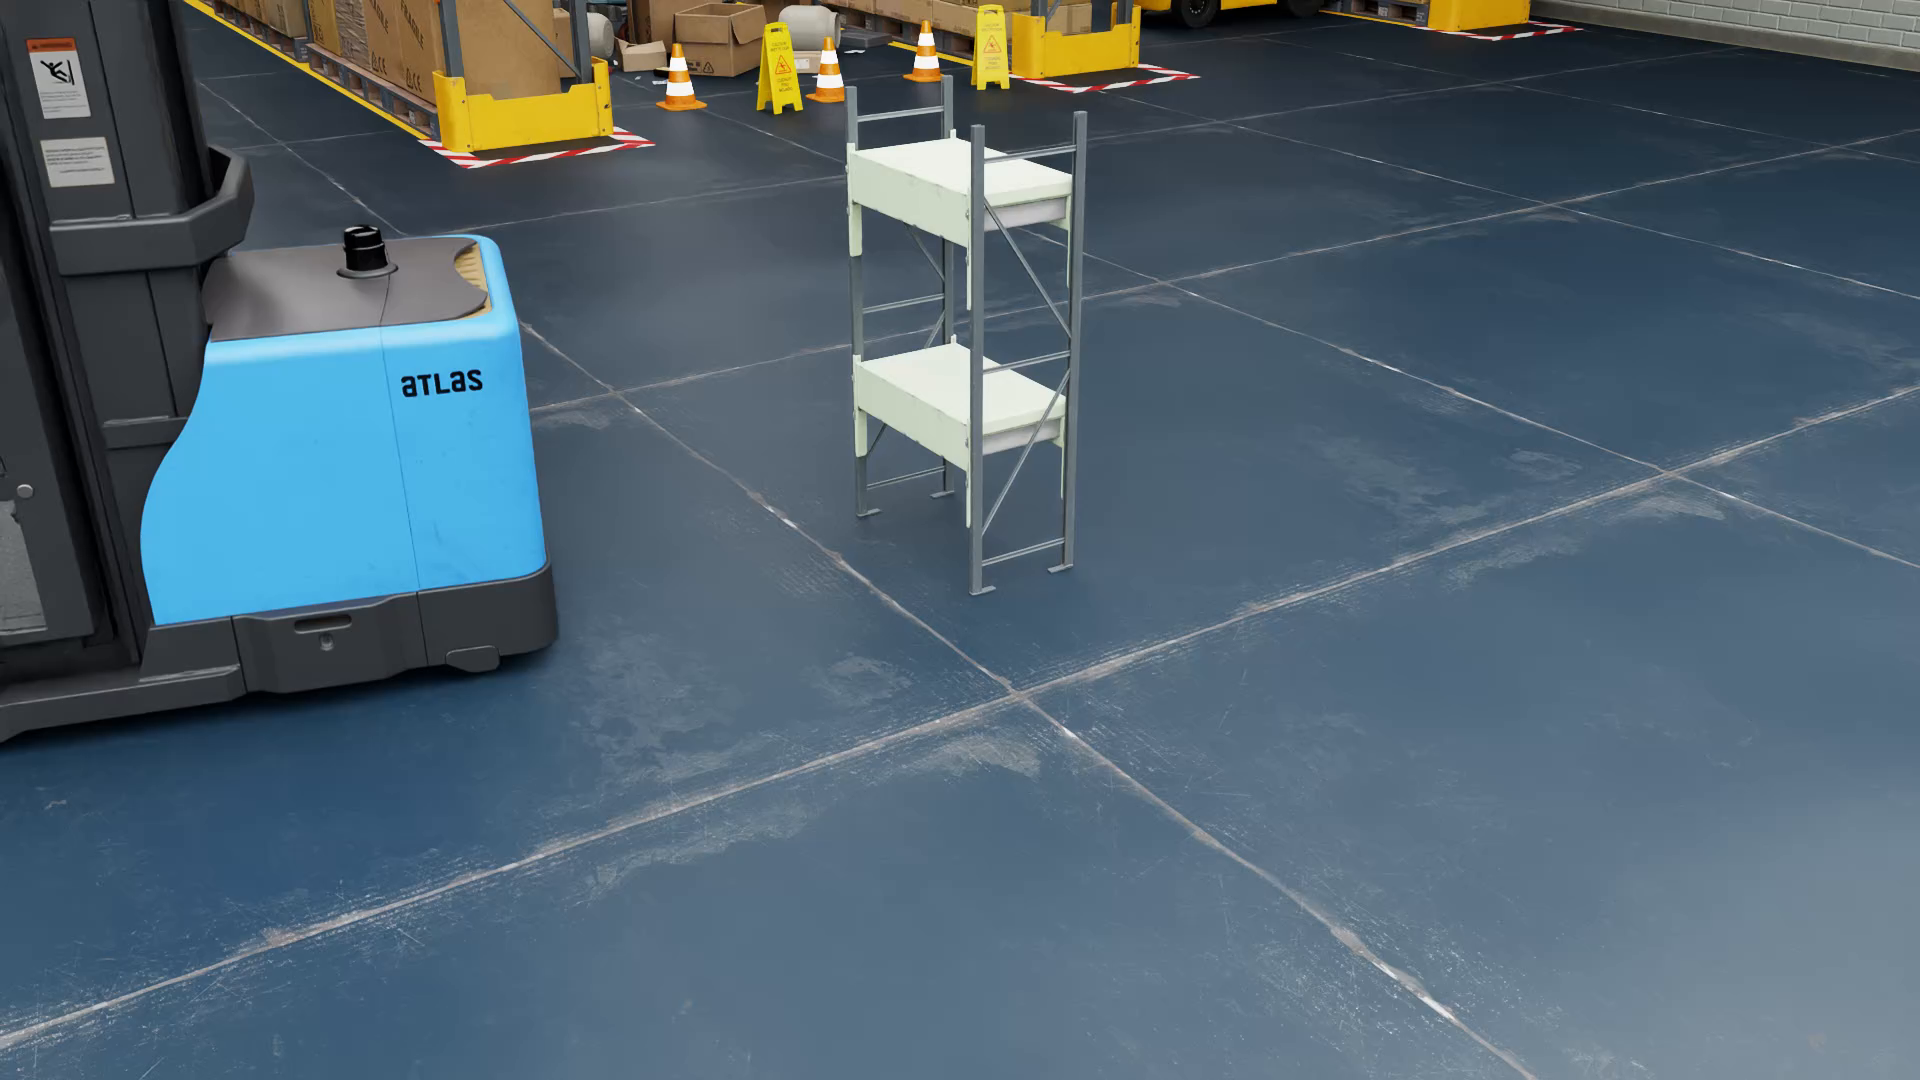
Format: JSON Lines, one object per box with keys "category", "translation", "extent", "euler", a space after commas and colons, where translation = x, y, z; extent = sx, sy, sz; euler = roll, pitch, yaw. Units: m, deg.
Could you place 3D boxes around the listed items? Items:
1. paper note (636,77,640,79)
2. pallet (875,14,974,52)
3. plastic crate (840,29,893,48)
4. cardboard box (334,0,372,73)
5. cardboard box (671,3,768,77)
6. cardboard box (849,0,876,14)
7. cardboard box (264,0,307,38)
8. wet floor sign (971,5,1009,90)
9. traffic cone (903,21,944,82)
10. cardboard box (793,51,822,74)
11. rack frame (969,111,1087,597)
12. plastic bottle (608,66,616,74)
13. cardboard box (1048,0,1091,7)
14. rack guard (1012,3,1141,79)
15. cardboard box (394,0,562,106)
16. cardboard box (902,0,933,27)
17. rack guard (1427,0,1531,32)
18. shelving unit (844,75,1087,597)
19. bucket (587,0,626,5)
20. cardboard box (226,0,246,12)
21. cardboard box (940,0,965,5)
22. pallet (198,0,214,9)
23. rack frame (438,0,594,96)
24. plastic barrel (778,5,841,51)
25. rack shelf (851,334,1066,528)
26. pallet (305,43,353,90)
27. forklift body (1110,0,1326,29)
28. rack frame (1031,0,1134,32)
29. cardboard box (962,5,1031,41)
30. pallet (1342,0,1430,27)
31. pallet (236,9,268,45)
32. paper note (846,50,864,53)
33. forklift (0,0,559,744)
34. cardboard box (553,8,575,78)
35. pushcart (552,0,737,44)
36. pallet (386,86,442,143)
{"category": "paper note", "translation": [-2.701, -3.877, 13.951], "extent": [0.032, 0.001, 0.123], "euler": [-1, 25, -3]}
{"category": "pallet", "translation": [-0.079, -4.884, 15.848], "extent": [1.003, 0.211, 1.213], "euler": [-16, 29, -30]}
{"category": "plastic crate", "translation": [-0.975, -4.740, 15.698], "extent": [0.583, 0.080, 0.402], "euler": [18, 31, 33]}
{"category": "cardboard box", "translation": [-4.457, -4.290, 13.321], "extent": [0.875, 0.875, 0.875], "euler": [-15, 29, -29]}
{"category": "cardboard box", "translation": [-2.041, -4.292, 14.252], "extent": [0.637, 0.503, 0.797], "euler": [7, 26, 15]}
{"category": "cardboard box", "translation": [-0.748, -5.298, 16.187], "extent": [0.500, 0.250, 0.500], "euler": [-14, 29, -27]}
{"category": "cardboard box", "translation": [-5.651, -4.997, 14.966], "extent": [1.050, 0.750, 0.750], "euler": [-16, 29, -30]}
{"category": "wet floor sign", "translation": [0.246, -4.001, 13.469], "extent": [0.267, 0.644, 0.232], "euler": [-6, 26, -12]}
{"category": "traffic cone", "translation": [-0.277, -4.089, 13.869], "extent": [0.336, 0.463, 0.334], "euler": [-16, 29, -30]}
{"category": "cardboard box", "translation": [-1.369, -4.091, 14.242], "extent": [0.380, 0.149, 0.250], "euler": [-1, 25, -3]}
{"category": "rack frame", "translation": [0.203, -0.545, 5.147], "extent": [0.400, 1.500, 0.023], "euler": [-16, 29, -30]}
{"category": "plastic bottle", "translation": [-3.062, -3.983, 14.115], "extent": [0.133, 0.061, 0.283], "euler": [18, 31, 33]}
{"category": "cardboard box", "translation": [0.817, -5.030, 14.741], "extent": [0.500, 0.500, 0.500], "euler": [-17, 30, -31]}
{"category": "rack guard", "translation": [0.997, -4.280, 14.230], "extent": [1.175, 0.500, 0.348], "euler": [-16, 29, -30]}
{"category": "cardboard box", "translation": [-3.479, -3.649, 11.963], "extent": [0.875, 0.875, 0.875], "euler": [-15, 29, -29]}
{"category": "cardboard box", "translation": [-0.194, -4.929, 15.406], "extent": [0.500, 0.250, 0.500], "euler": [-17, 30, -31]}
{"category": "rack guard", "translation": [5.209, -5.402, 16.607], "extent": [1.175, 0.500, 0.348], "euler": [-16, 29, -30]}
{"category": "shelving unit", "translation": [0.004, -0.676, 5.425], "extent": [0.431, 1.500, 0.755], "euler": [-16, 29, -30]}
{"category": "bucket", "translation": [-3.231, -5.319, 15.558], "extent": [0.726, 0.611, 0.620], "euler": [-6, 16, -12]}
{"category": "cardboard box", "translation": [-6.684, -5.676, 16.404], "extent": [1.050, 0.750, 0.750], "euler": [-15, 29, -29]}
{"category": "cardboard box", "translation": [0.095, -5.080, 14.848], "extent": [0.500, 0.500, 0.500], "euler": [-14, 29, -28]}
{"category": "pallet", "translation": [-7.846, -6.073, 18.368], "extent": [1.003, 0.211, 1.213], "euler": [-16, 29, -30]}
{"category": "rack frame", "translation": [-3.053, -4.193, 11.118], "extent": [1.000, 3.000, 0.127], "euler": [-16, 29, -30]}
{"category": "plastic barrel", "translation": [-1.357, -4.604, 15.006], "extent": [0.512, 0.421, 0.421], "euler": [3, 25, 6]}
{"category": "rack shelf", "translation": [0.004, -0.381, 5.564], "extent": [0.431, 0.370, 0.720], "euler": [-16, 29, -30]}
{"category": "pallet", "translation": [-4.888, -4.072, 14.130], "extent": [1.003, 0.211, 1.213], "euler": [-16, 29, -30]}
{"category": "forklift body", "translation": [2.632, -6.410, 16.809], "extent": [2.313, 2.155, 1.214], "euler": [-16, 29, -30]}
{"category": "rack frame", "translation": [1.039, -5.383, 13.639], "extent": [1.000, 3.000, 0.127], "euler": [-16, 29, -30]}
{"category": "cardboard box", "translation": [0.359, -4.564, 14.634], "extent": [0.500, 0.250, 0.500], "euler": [-16, 29, -30]}
{"category": "pallet", "translation": [4.743, -5.544, 17.246], "extent": [1.003, 0.211, 1.213], "euler": [-16, 29, -30]}
{"category": "pallet", "translation": [-6.392, -5.058, 16.217], "extent": [1.003, 0.211, 1.213], "euler": [-16, 29, -30]}
{"category": "paper note", "translation": [-0.955, -4.459, 15.160], "extent": [0.148, 0.019, 0.142], "euler": [18, 31, 33]}
{"category": "forklift", "translation": [-2.777, -0.960, 4.350], "extent": [3.031, 2.935, 1.130], "euler": [-8, 26, -16]}
{"category": "cardboard box", "translation": [-3.530, -4.178, 14.013], "extent": [0.500, 0.500, 0.500], "euler": [-10, 27, -21]}
{"category": "pushcart", "translation": [-3.028, -5.078, 16.066], "extent": [0.936, 0.377, 1.648], "euler": [18, 31, 33]}
{"category": "pallet", "translation": [-3.556, -3.200, 12.281], "extent": [1.003, 0.211, 1.213], "euler": [-16, 29, -30]}
